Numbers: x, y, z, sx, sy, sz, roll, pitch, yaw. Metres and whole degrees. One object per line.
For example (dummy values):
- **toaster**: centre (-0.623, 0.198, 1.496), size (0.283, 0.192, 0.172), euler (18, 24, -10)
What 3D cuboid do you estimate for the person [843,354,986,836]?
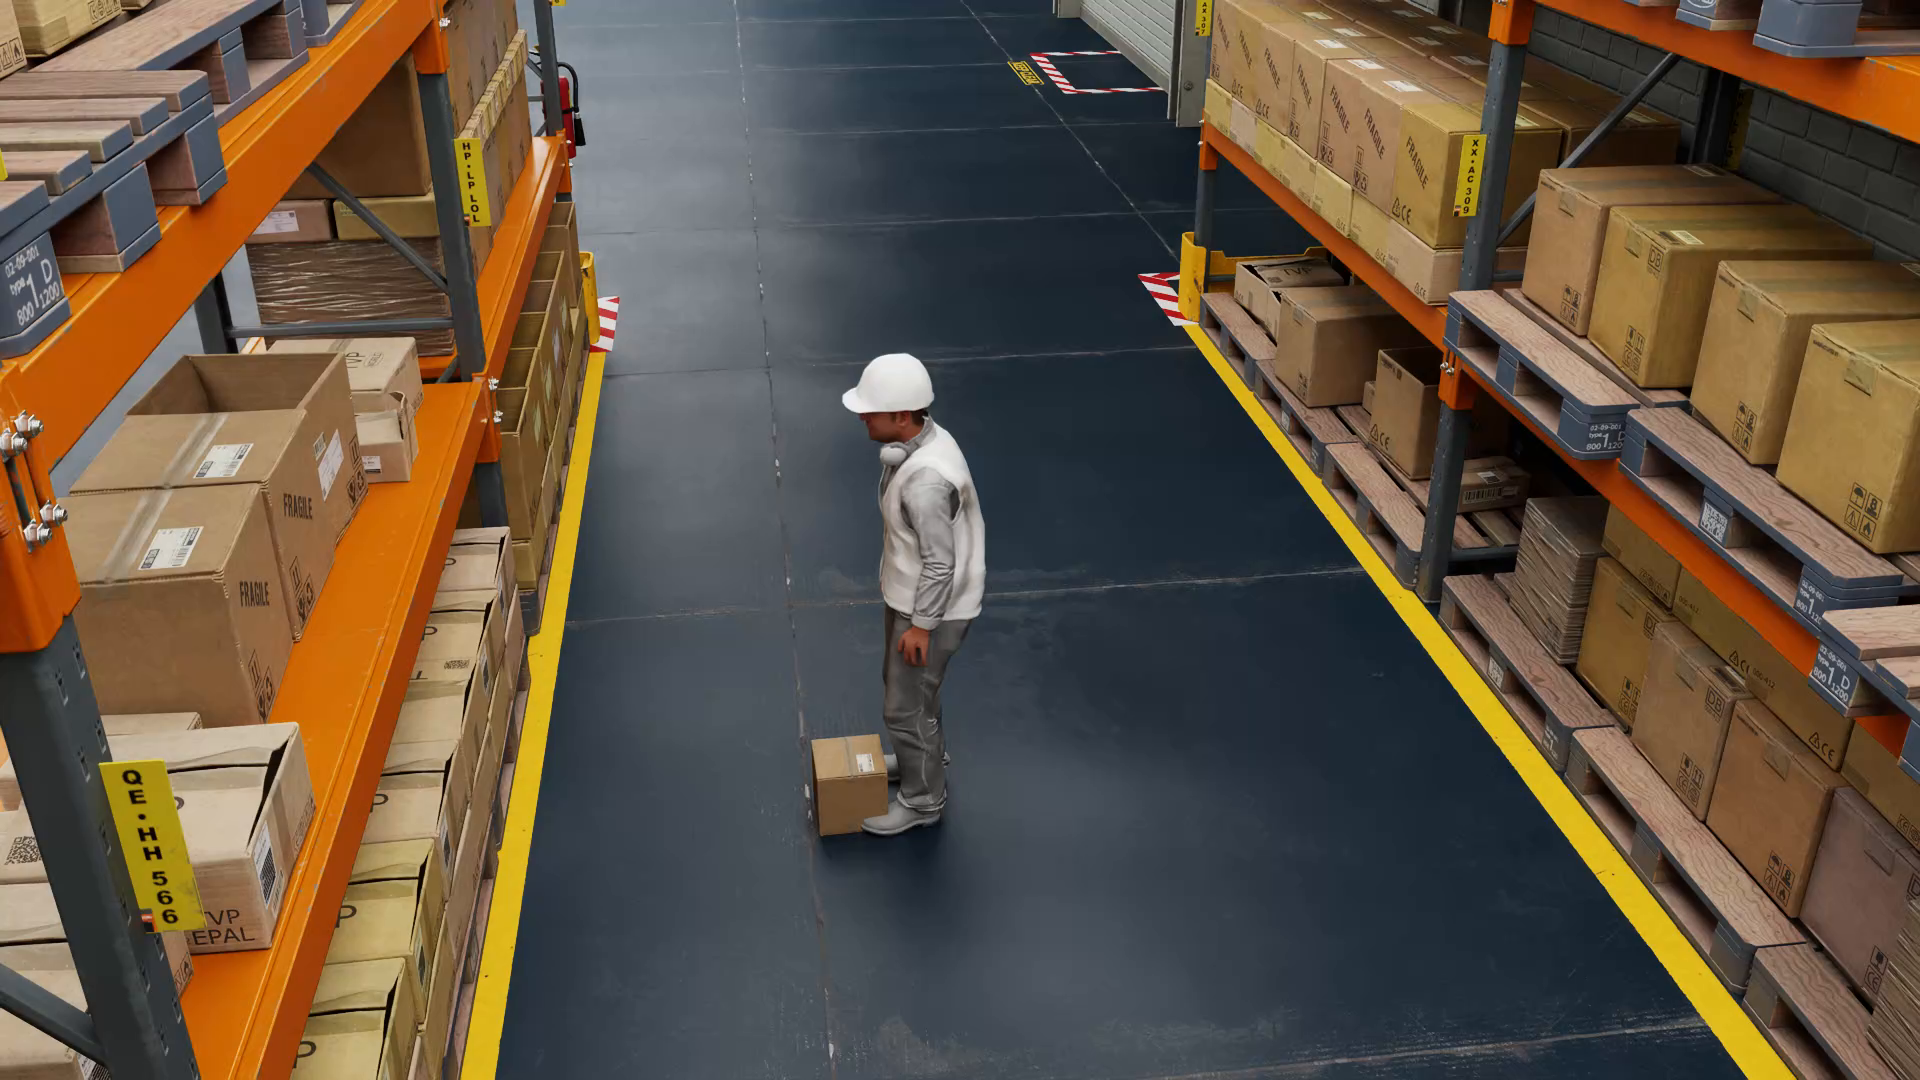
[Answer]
- **person**: centre (-0.150, 0.188, 5.719), size (0.465, 1.771, 0.582), euler (-4, 27, -8)
